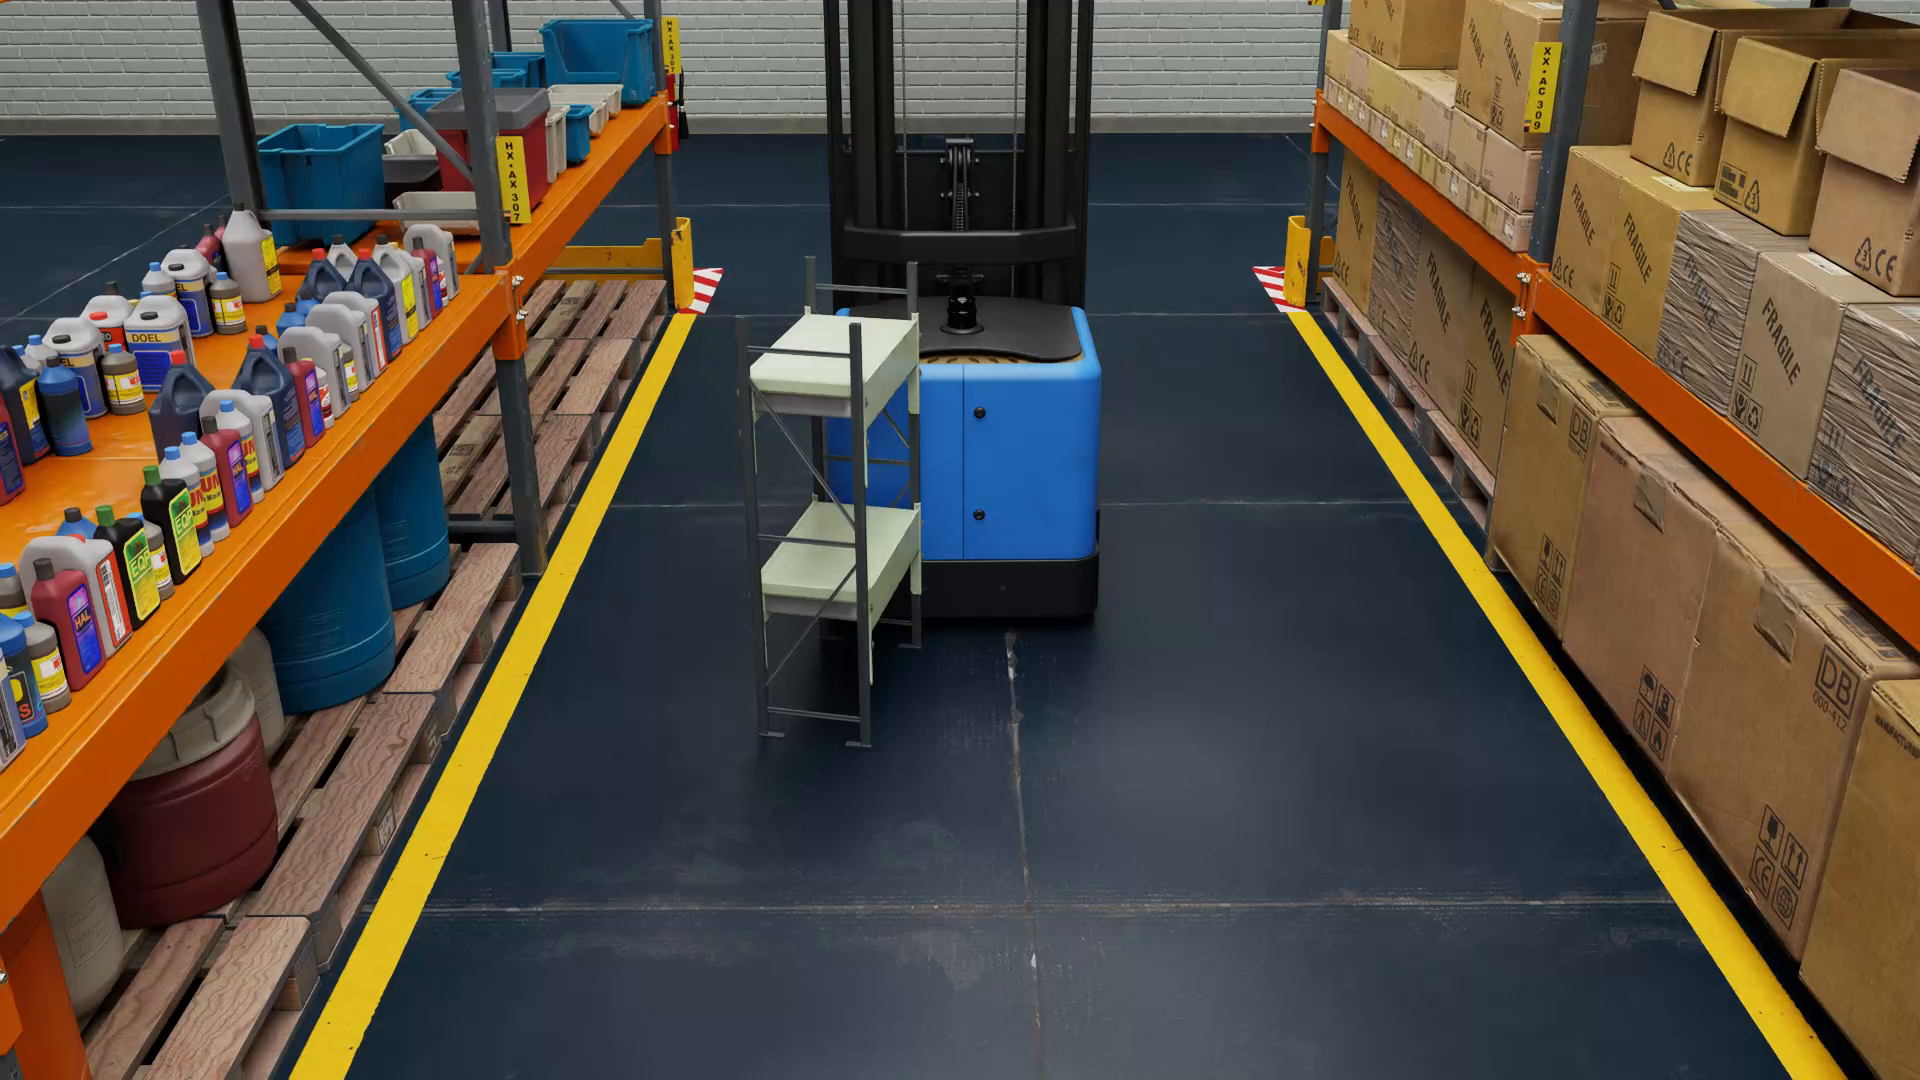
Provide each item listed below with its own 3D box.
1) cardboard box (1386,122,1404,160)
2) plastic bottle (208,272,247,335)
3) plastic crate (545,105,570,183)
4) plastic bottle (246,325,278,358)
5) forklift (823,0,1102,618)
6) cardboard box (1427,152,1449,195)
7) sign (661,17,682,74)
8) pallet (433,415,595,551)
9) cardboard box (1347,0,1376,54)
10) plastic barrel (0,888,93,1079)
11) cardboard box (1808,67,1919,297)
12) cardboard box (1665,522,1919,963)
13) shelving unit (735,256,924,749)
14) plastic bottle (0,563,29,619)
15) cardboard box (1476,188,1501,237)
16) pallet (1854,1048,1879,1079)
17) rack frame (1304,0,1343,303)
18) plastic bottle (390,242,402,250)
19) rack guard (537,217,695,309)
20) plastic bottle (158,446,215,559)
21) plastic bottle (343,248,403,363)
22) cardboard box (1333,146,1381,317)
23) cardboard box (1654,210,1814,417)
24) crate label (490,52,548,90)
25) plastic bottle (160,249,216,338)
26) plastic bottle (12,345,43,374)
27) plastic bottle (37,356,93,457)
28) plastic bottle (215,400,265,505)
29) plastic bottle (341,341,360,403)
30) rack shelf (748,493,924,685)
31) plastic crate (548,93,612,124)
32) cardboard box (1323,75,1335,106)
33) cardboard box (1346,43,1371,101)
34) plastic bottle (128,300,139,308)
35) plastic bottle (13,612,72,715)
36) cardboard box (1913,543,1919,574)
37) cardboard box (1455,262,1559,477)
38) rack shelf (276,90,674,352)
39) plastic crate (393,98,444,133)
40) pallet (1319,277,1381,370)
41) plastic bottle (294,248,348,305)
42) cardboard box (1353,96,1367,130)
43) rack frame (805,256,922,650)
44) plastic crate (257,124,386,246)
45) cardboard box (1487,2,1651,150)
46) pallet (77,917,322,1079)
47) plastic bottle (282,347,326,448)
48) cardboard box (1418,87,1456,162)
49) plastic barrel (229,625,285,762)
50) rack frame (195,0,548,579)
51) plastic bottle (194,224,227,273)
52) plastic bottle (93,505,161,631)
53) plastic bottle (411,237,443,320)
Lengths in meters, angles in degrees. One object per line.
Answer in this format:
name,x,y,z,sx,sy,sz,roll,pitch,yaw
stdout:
cardboard box,2.366,-2.005,8.347,0.380,0.149,0.250,-1,24,-2
plastic bottle,-2.482,-0.805,5.630,0.097,0.201,0.097,0,24,0
plastic crate,-2.067,-1.833,7.735,0.437,0.282,0.530,0,24,-1
plastic bottle,-2.018,-0.493,4.856,0.097,0.271,0.097,0,24,0
forklift,-0.010,-1.595,7.220,1.130,2.935,3.031,0,24,-1
cardboard box,2.375,-1.686,7.643,0.380,0.149,0.250,0,24,0
sign,-1.729,-2.962,9.961,0.100,0.325,0.005,0,24,-1
pallet,-2.282,-0.262,7.574,1.003,0.211,1.213,0,24,-1
cardboard box,2.415,-2.904,8.943,0.500,0.500,0.500,-1,24,-2
plastic barrel,-2.214,1.014,3.492,0.600,0.830,0.708,0,24,-1
cardboard box,2.751,-0.953,4.378,0.797,0.503,0.637,1,24,1
cardboard box,2.773,0.521,4.527,1.225,0.875,0.875,0,24,0
shelving unit,-0.421,-0.139,5.738,0.431,1.500,0.755,5,25,11
plastic bottle,-2.002,0.147,3.527,0.097,0.201,0.097,0,24,0
cardboard box,2.384,-1.368,6.940,0.380,0.149,0.250,0,24,0
pallet,2.828,1.341,4.028,1.003,0.211,1.213,0,24,-1
rack frame,2.674,-2.901,10.023,1.000,3.000,0.127,0,24,-1
plastic bottle,-2.032,-0.970,5.997,0.097,0.201,0.097,0,24,0
rack guard,-2.292,-1.749,10.511,1.175,0.500,0.348,0,24,-1
plastic bottle,-1.856,-0.092,3.969,0.097,0.271,0.097,0,24,0
plastic bottle,-1.896,-0.754,5.337,0.144,0.351,0.185,0,24,-1
cardboard box,2.761,-1.860,9.792,0.875,0.875,0.875,0,24,-1
cardboard box,2.484,-0.694,5.023,0.500,0.500,0.500,-1,24,-2
crate label,-2.605,-2.726,9.768,0.416,0.233,0.303,0,24,-1
plastic bottle,-2.607,-0.830,5.596,0.152,0.276,0.135,0,24,-1
plastic bottle,-2.623,-0.414,4.681,0.097,0.271,0.097,0,24,0
plastic bottle,-2.478,-0.374,4.594,0.097,0.271,0.097,0,24,0
plastic bottle,-1.859,-0.227,4.267,0.097,0.271,0.097,0,24,0
plastic bottle,-1.868,-0.517,4.994,0.097,0.201,0.097,0,24,0
rack shelf,-0.421,0.158,5.873,0.431,0.370,0.720,5,25,11
plastic crate,-2.100,-2.331,9.011,0.396,0.136,0.243,0,24,-1
cardboard box,2.348,-2.638,9.748,0.380,0.149,0.250,0,24,0
cardboard box,2.422,-2.555,9.079,0.500,0.250,0.500,-1,24,-1
plastic bottle,-2.631,-0.668,5.328,0.097,0.201,0.097,0,24,0
plastic bottle,-1.848,0.241,3.318,0.097,0.201,0.097,0,24,0
cardboard box,2.509,-0.057,3.615,0.500,0.500,0.500,0,24,-1
cardboard box,2.790,-0.748,7.332,0.875,0.875,0.875,0,24,-1
rack shelf,-2.257,-1.726,8.300,1.077,0.370,4.000,0,24,-1
plastic crate,-2.587,-2.060,8.295,0.416,0.233,0.300,0,24,-1
pallet,2.761,-1.301,9.870,1.003,0.211,1.213,0,24,-1
plastic bottle,-2.040,-0.753,5.336,0.144,0.351,0.185,0,24,-1
cardboard box,2.359,-2.320,9.044,0.380,0.149,0.250,-1,24,-1
rack frame,-0.343,-0.287,6.064,0.400,1.500,0.023,5,25,11
plastic crate,-2.581,-1.441,6.743,0.392,0.384,0.575,0,24,-1
cardboard box,2.445,-1.849,6.610,0.500,0.500,0.500,0,24,1
pallet,-2.242,1.364,3.978,1.003,0.211,1.213,0,24,-1
plastic bottle,-1.846,-0.411,4.661,0.061,0.283,0.133,0,24,-1
cardboard box,2.437,-1.924,7.685,0.500,0.250,0.500,0,24,1
plastic barrel,-2.322,0.461,5.099,0.421,0.512,0.421,0,24,0
rack frame,-2.235,-1.230,6.330,1.000,3.000,0.127,0,24,-1
plastic bottle,-2.656,-0.969,5.894,0.061,0.283,0.133,0,24,-1
plastic bottle,-1.834,0.046,3.651,0.061,0.283,0.133,0,24,-1
plastic bottle,-1.859,-0.921,5.788,0.061,0.283,0.133,0,24,-1
